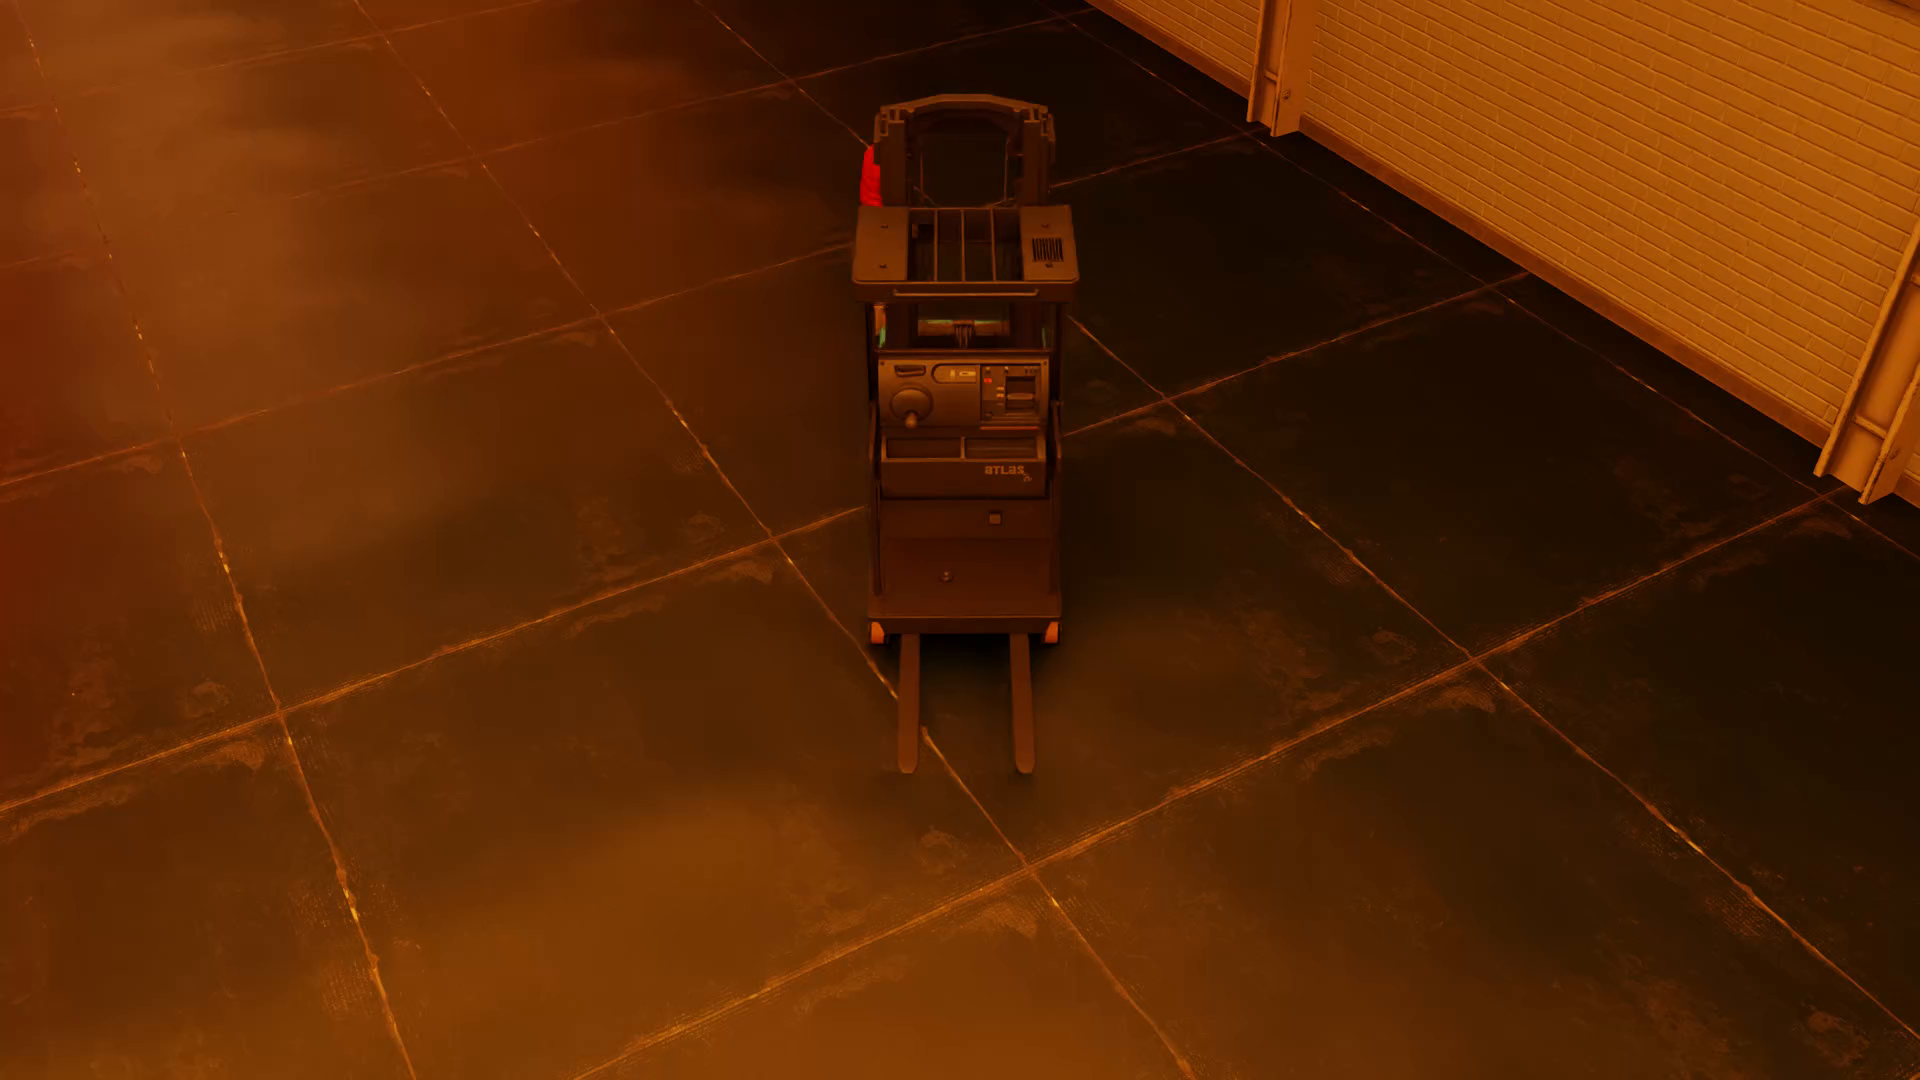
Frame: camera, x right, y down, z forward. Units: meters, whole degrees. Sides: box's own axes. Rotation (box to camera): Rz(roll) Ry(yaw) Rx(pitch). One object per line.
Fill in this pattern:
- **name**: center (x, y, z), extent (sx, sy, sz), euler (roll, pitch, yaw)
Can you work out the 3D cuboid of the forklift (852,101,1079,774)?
- **forklift**: center (0.030, -0.656, 8.877), extent (1.101, 2.867, 2.884), euler (0, 40, 0)
